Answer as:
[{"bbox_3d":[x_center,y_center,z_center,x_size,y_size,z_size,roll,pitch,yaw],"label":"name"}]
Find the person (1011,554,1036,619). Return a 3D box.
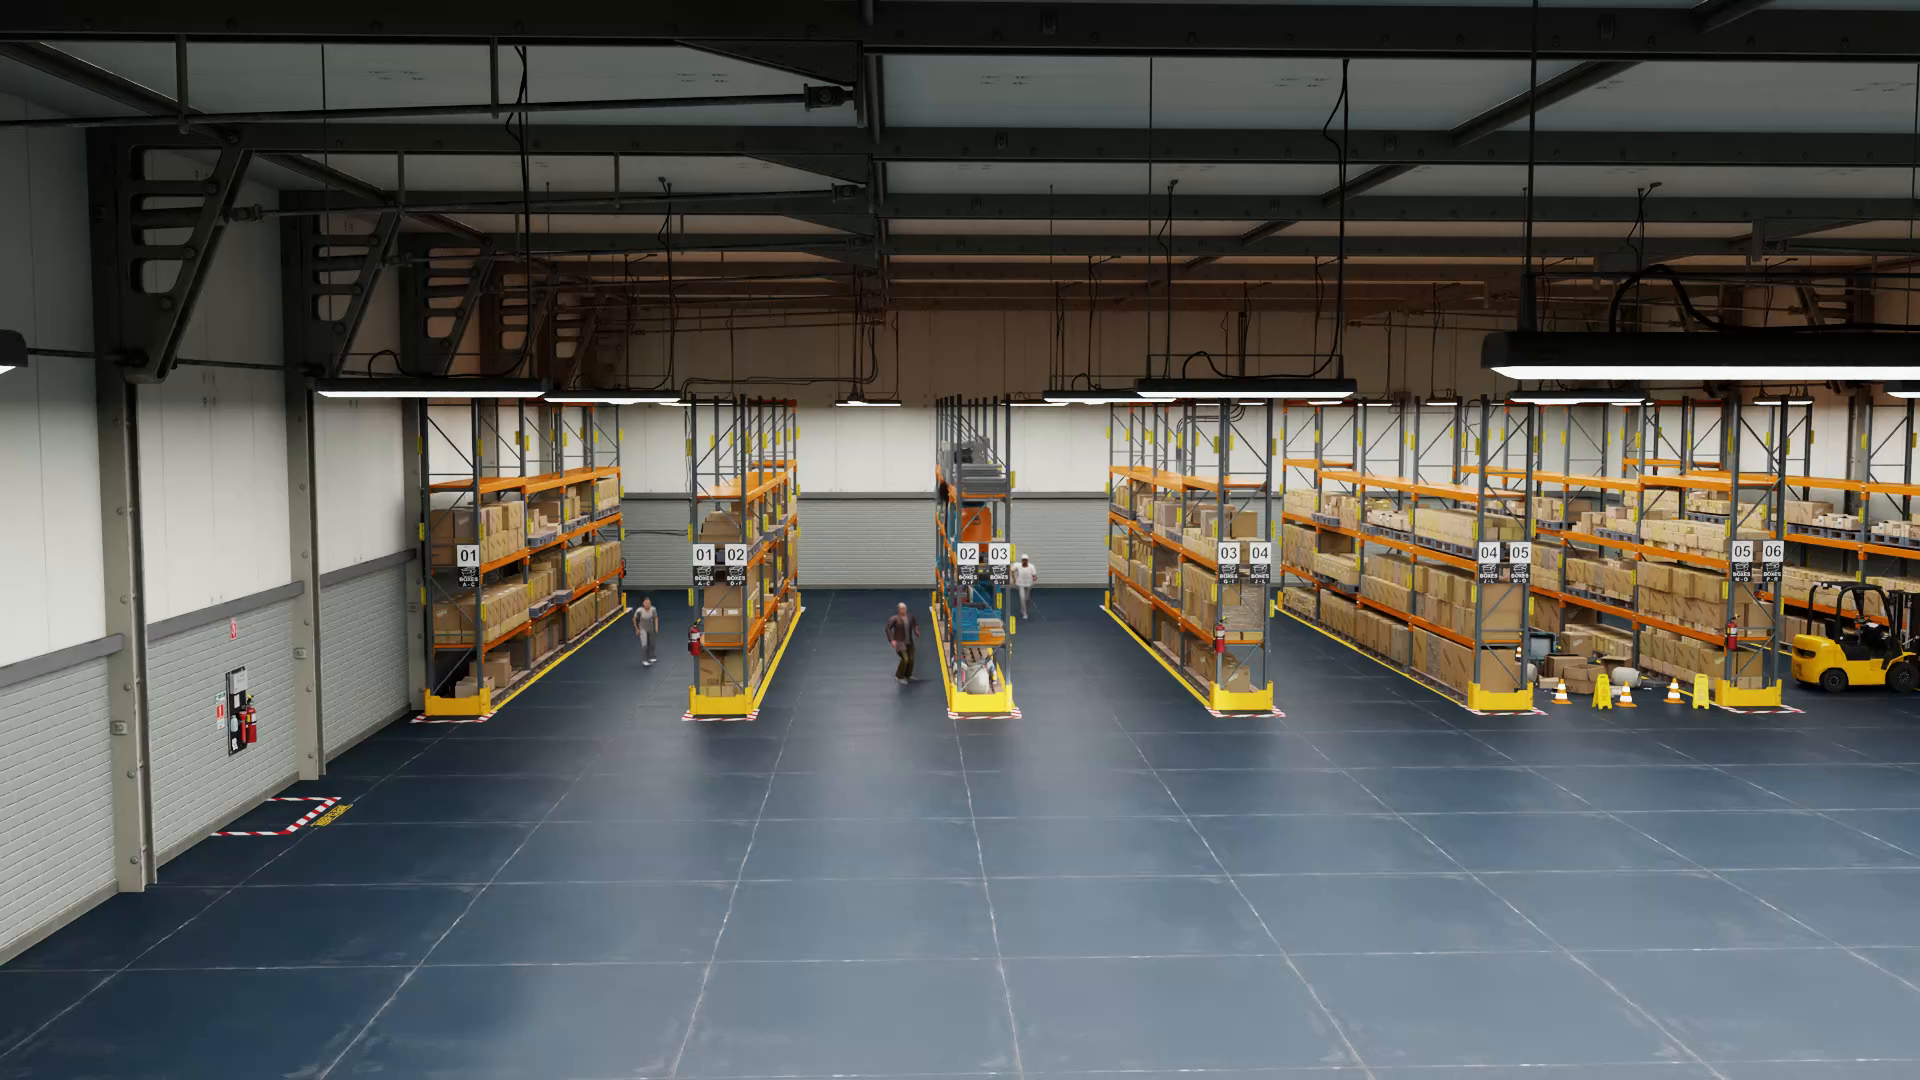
[{"bbox_3d":[1.756,1.256,45.685,0.662,1.761,0.964,-1,5,-12],"label":"person"}]

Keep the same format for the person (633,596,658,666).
[{"bbox_3d":[-7.039,2.009,37.209,0.624,1.563,0.750,-3,5,-33],"label":"person"}]

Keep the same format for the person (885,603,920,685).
[{"bbox_3d":[-1.151,2.153,34.768,0.731,1.711,0.782,-4,6,-38],"label":"person"}]
